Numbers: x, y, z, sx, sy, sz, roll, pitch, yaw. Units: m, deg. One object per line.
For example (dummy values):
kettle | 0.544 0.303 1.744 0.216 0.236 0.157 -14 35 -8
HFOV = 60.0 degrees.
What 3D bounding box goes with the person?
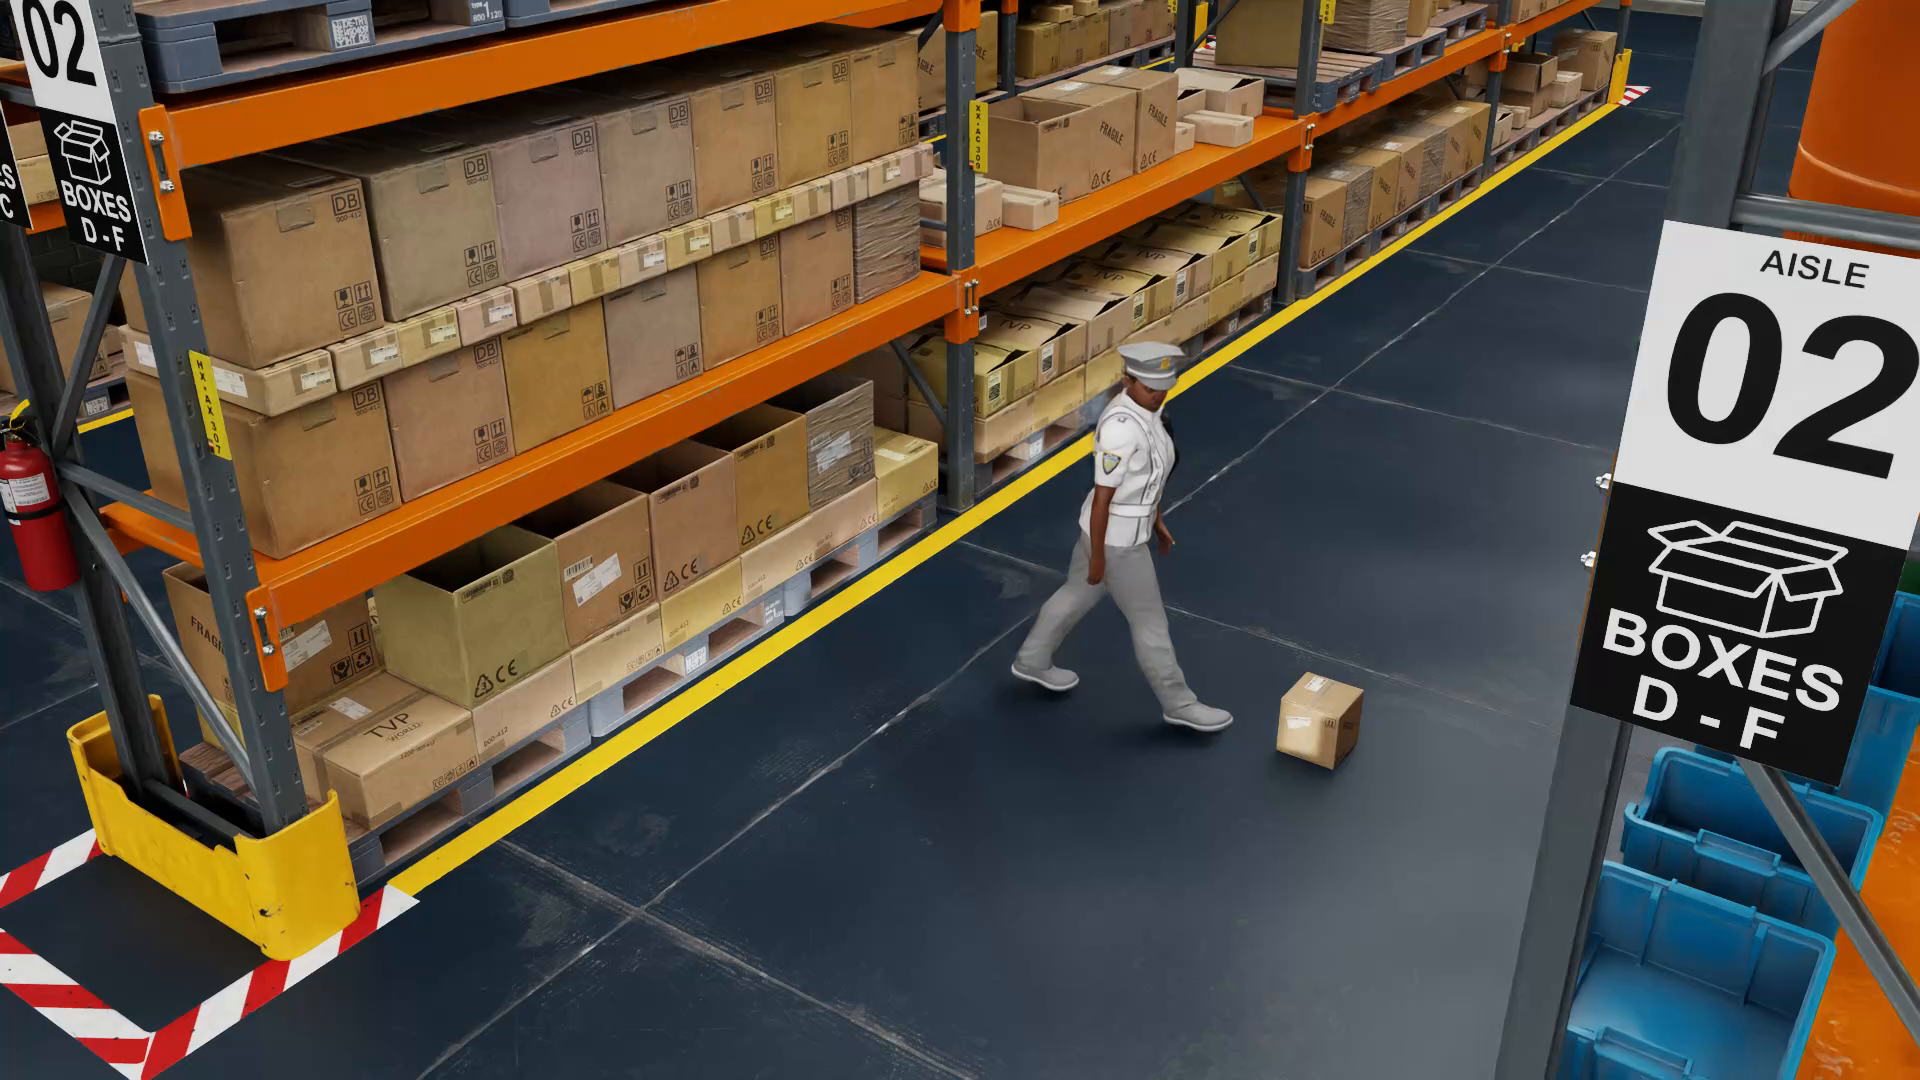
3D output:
person | 0.677 -0.035 6.666 0.962 1.605 0.457 6 28 11
